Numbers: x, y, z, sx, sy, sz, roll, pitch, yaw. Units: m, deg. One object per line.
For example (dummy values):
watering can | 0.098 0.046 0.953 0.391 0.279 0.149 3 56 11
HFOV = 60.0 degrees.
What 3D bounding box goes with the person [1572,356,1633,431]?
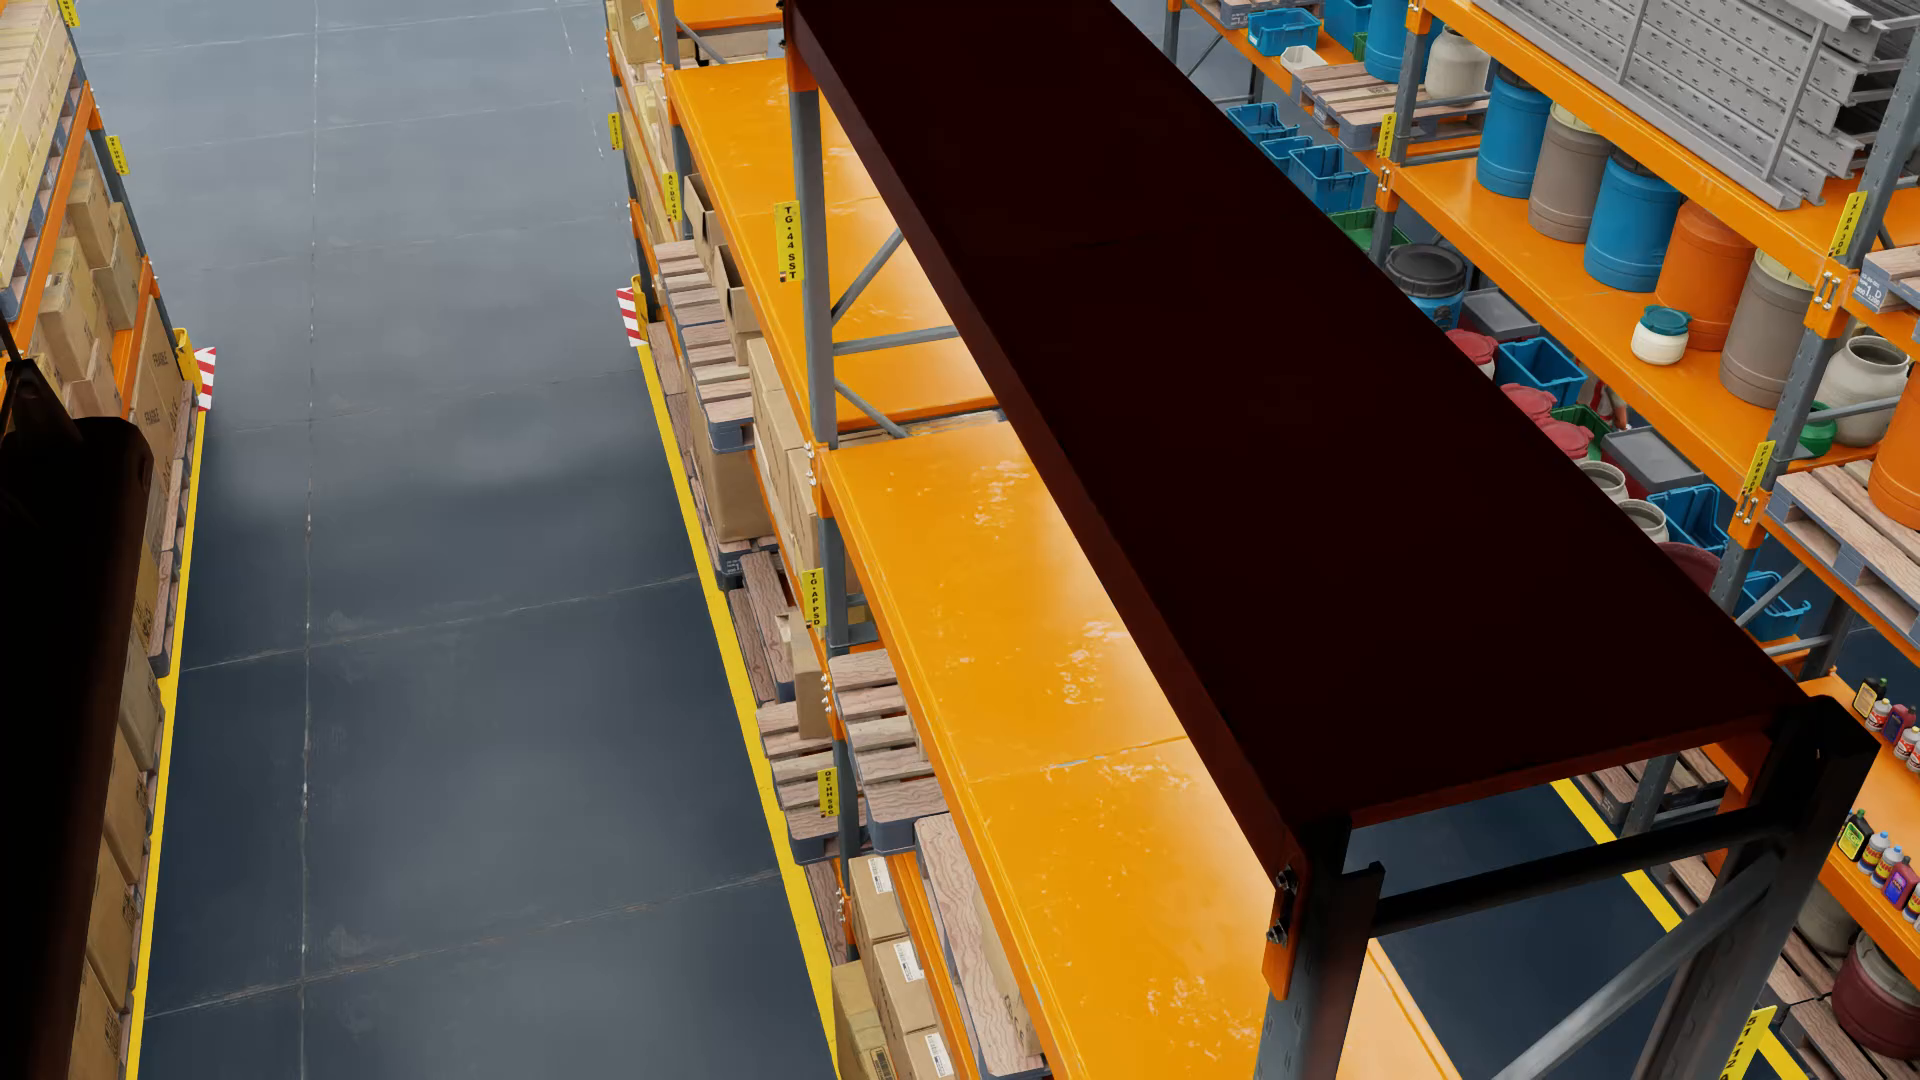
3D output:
person | 4.752 -0.881 12.549 0.804 1.755 0.593 -5 39 -6
